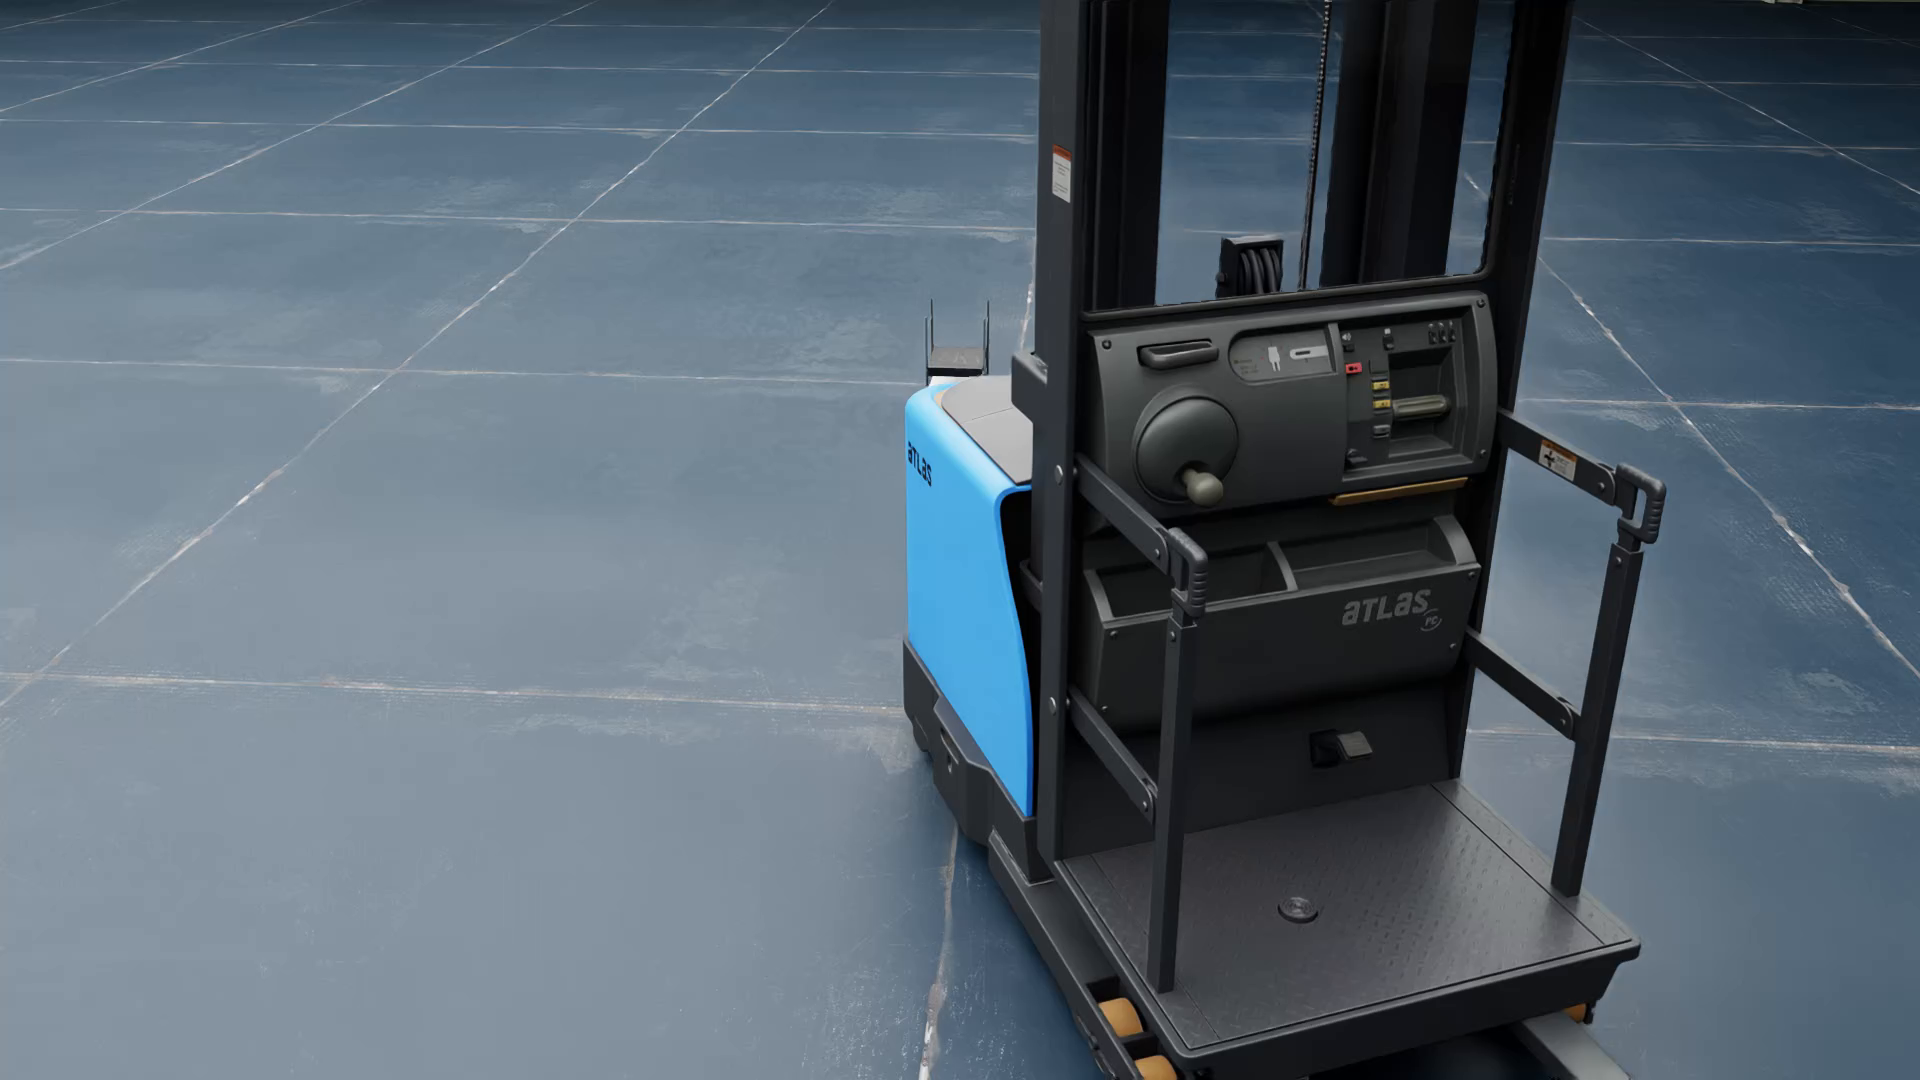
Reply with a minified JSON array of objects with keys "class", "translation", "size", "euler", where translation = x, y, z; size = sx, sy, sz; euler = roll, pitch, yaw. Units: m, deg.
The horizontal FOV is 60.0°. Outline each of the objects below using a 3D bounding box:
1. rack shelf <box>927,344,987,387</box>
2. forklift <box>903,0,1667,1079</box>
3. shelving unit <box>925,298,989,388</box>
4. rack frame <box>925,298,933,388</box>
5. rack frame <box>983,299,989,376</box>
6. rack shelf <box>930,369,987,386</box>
[{"class":"rack shelf","translation":[-0.008,-0.624,5.964],"size":[0.200,0.077,0.258],"euler":[2,25,4]},{"class":"forklift","translation":[0.791,-0.264,3.318],"size":[1.130,2.935,3.031],"euler":[-8,26,-17]},{"class":"shelving unit","translation":[-0.008,-0.409,6.062],"size":[0.210,0.900,0.258],"euler":[2,25,4]},{"class":"rack frame","translation":[-0.109,-0.412,6.070],"size":[0.006,0.900,0.240],"euler":[2,25,4]},{"class":"rack frame","translation":[0.093,-0.406,6.055],"size":[0.006,0.900,0.240],"euler":[2,25,4]},{"class":"rack shelf","translation":[-0.008,-0.542,6.001],"size":[0.200,0.077,0.258],"euler":[2,25,4]}]
